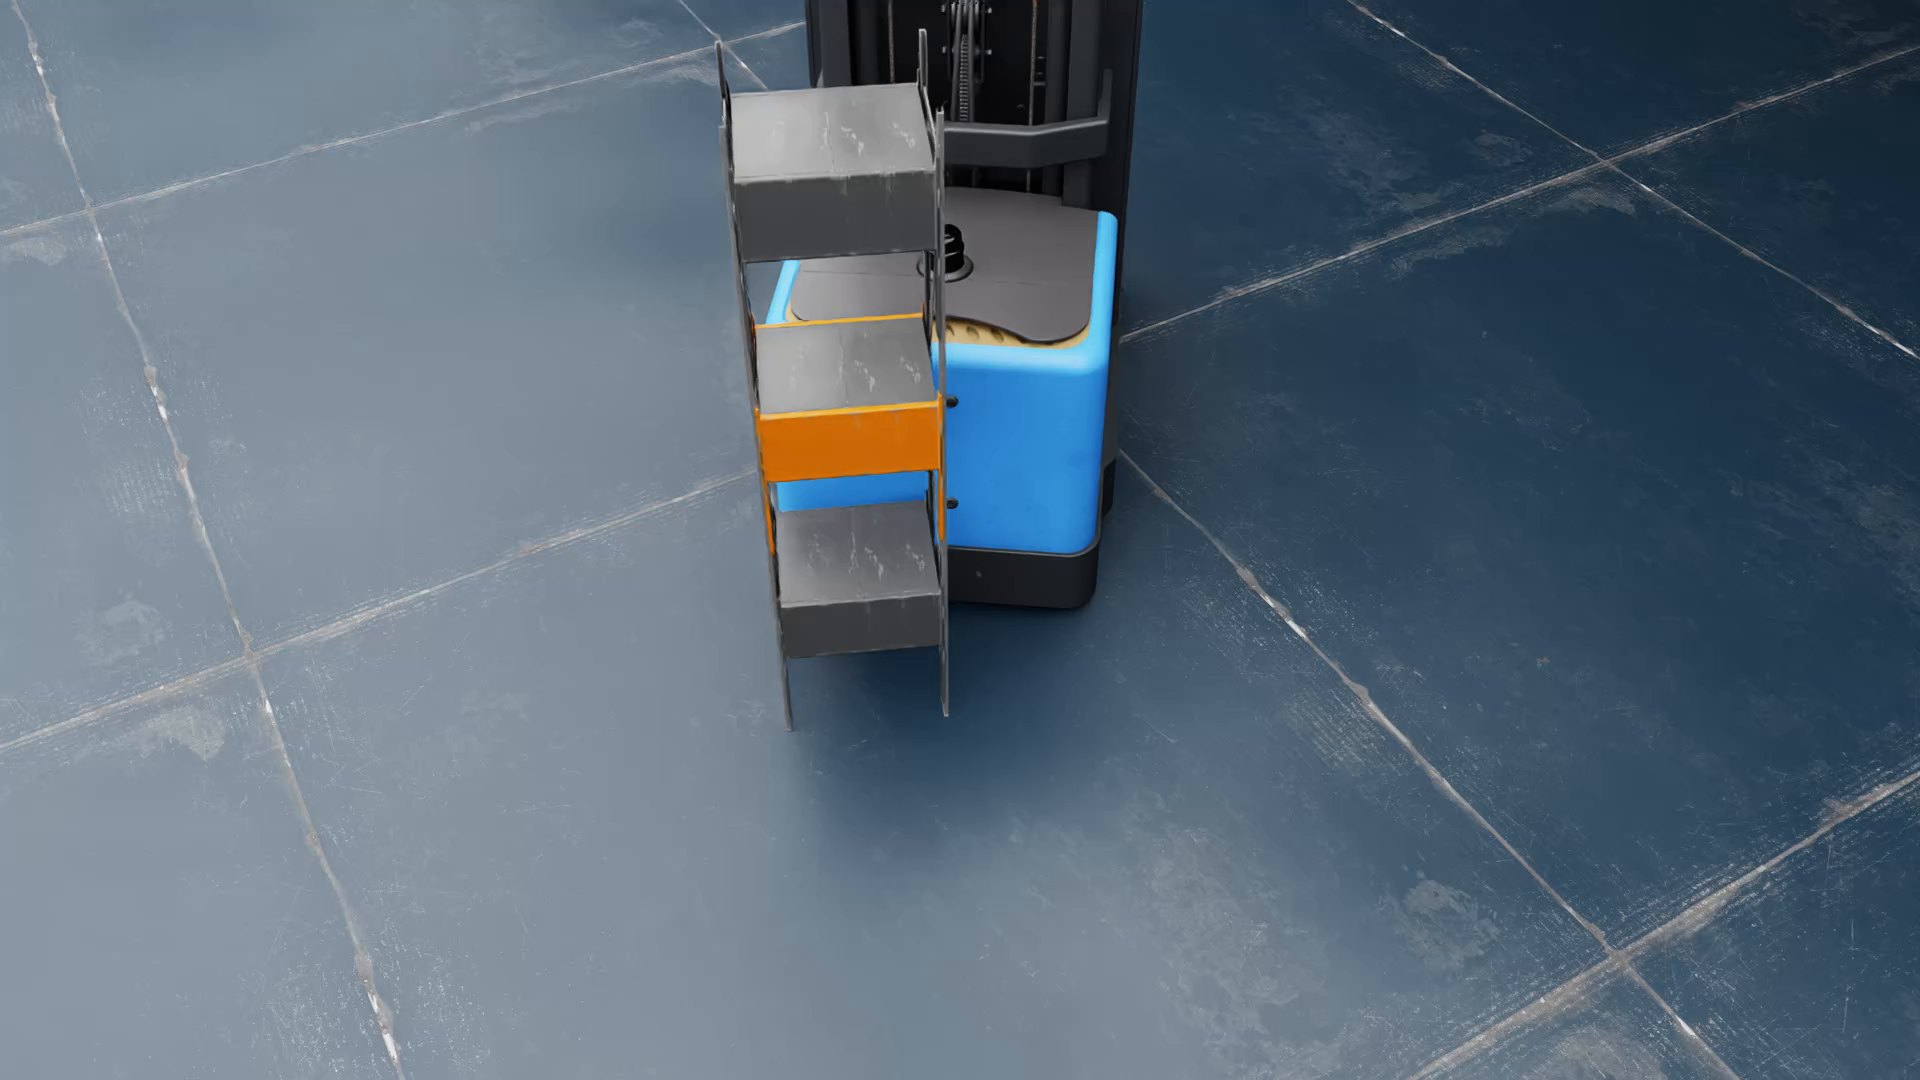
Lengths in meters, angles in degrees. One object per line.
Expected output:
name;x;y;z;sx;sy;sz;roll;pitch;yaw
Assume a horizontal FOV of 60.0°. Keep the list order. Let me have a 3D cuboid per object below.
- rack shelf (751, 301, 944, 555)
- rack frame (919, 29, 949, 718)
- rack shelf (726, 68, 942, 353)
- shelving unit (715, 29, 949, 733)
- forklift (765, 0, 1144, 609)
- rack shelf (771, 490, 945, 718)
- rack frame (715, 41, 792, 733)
rack shelf;-0.309;-0.308;4.579;0.480;0.518;0.431;-5;44;-5
rack frame;-0.066;-0.338;4.590;0.015;2.100;0.400;-5;44;-5
rack shelf;-0.309;-0.810;4.091;0.480;0.518;0.431;-5;44;-5
shelving unit;-0.309;-0.317;4.569;0.503;2.100;0.431;-5;44;-5
forklift;0.070;-1.856;5.557;1.130;2.935;3.031;4;44;4
rack shelf;-0.308;0.195;5.066;0.480;0.518;0.431;-5;44;-5
rack frame;-0.551;-0.297;4.548;0.015;2.100;0.400;-5;44;-5
